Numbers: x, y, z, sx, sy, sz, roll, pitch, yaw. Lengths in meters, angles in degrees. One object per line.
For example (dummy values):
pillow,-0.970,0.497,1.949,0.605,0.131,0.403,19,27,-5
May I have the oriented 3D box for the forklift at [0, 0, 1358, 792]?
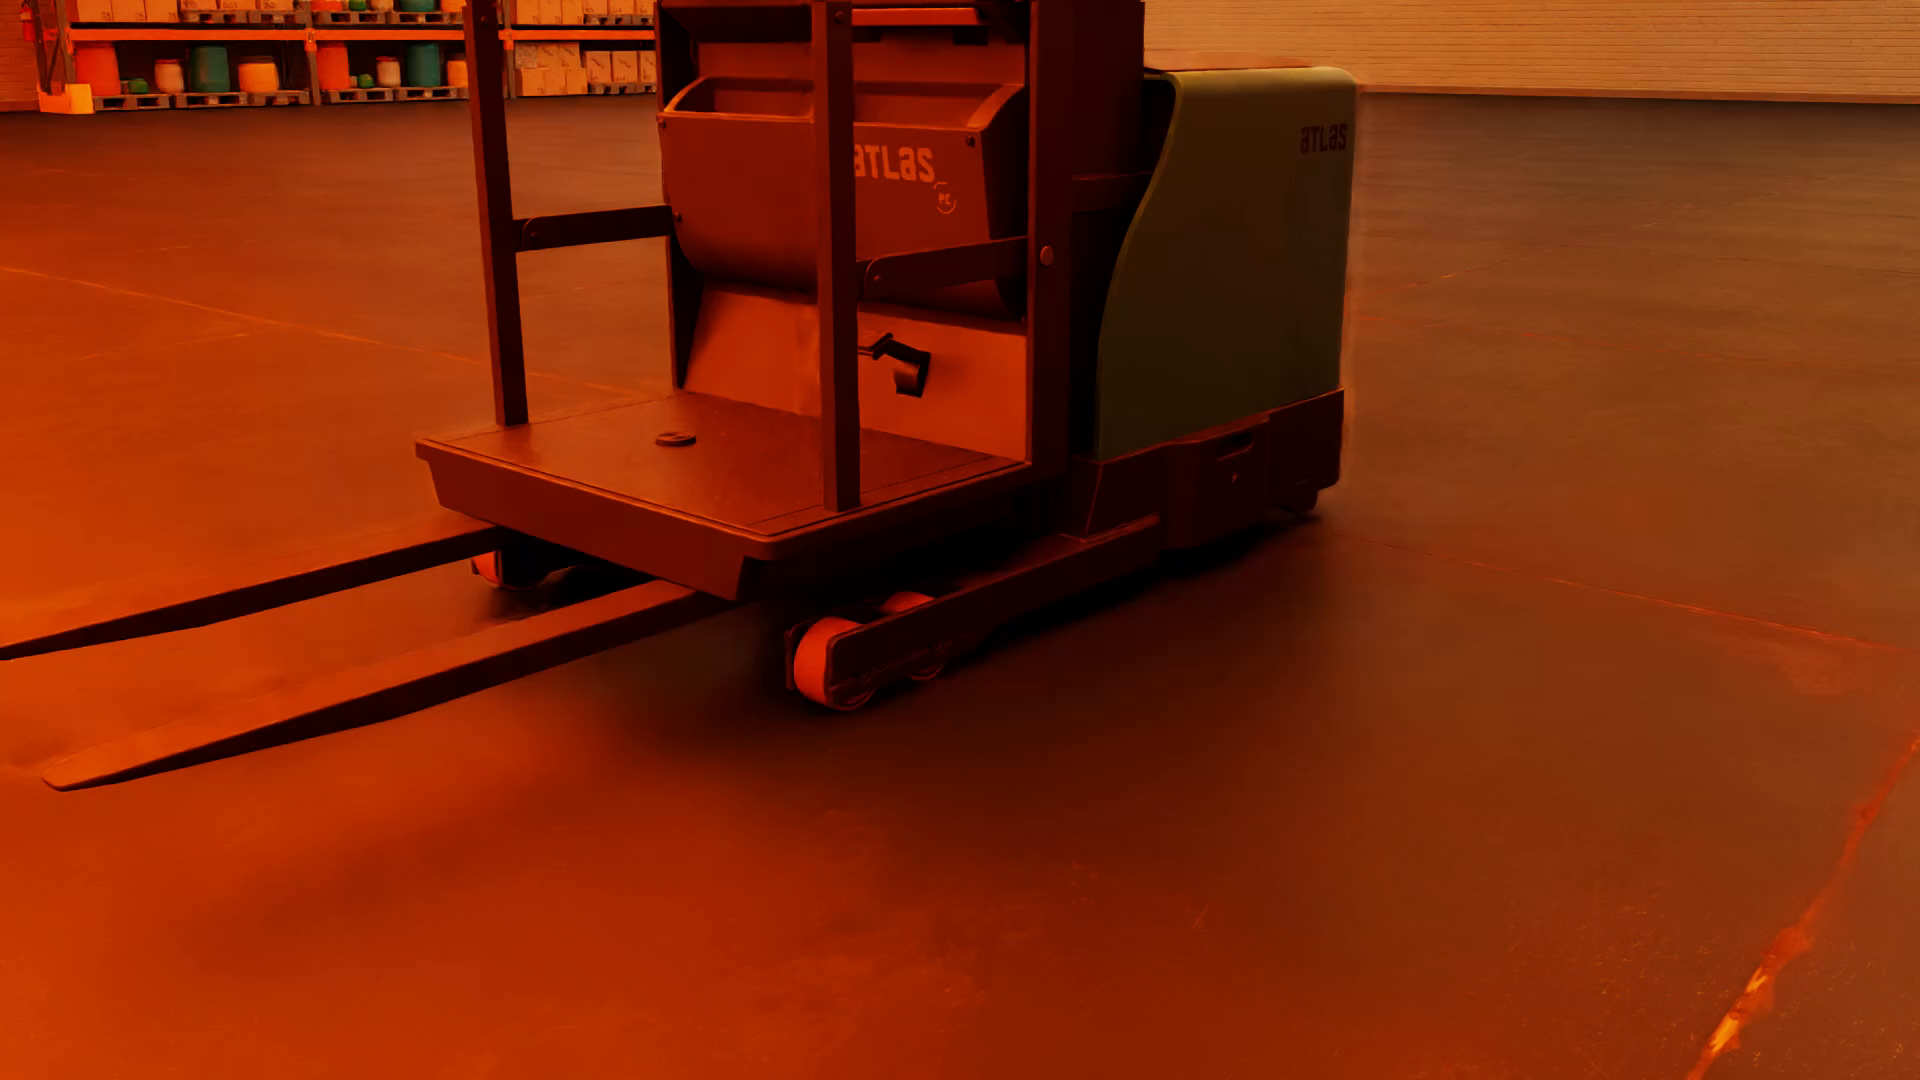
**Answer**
forklift,-0.399,-1.264,3.061,1.130,2.935,3.031,14,22,39
